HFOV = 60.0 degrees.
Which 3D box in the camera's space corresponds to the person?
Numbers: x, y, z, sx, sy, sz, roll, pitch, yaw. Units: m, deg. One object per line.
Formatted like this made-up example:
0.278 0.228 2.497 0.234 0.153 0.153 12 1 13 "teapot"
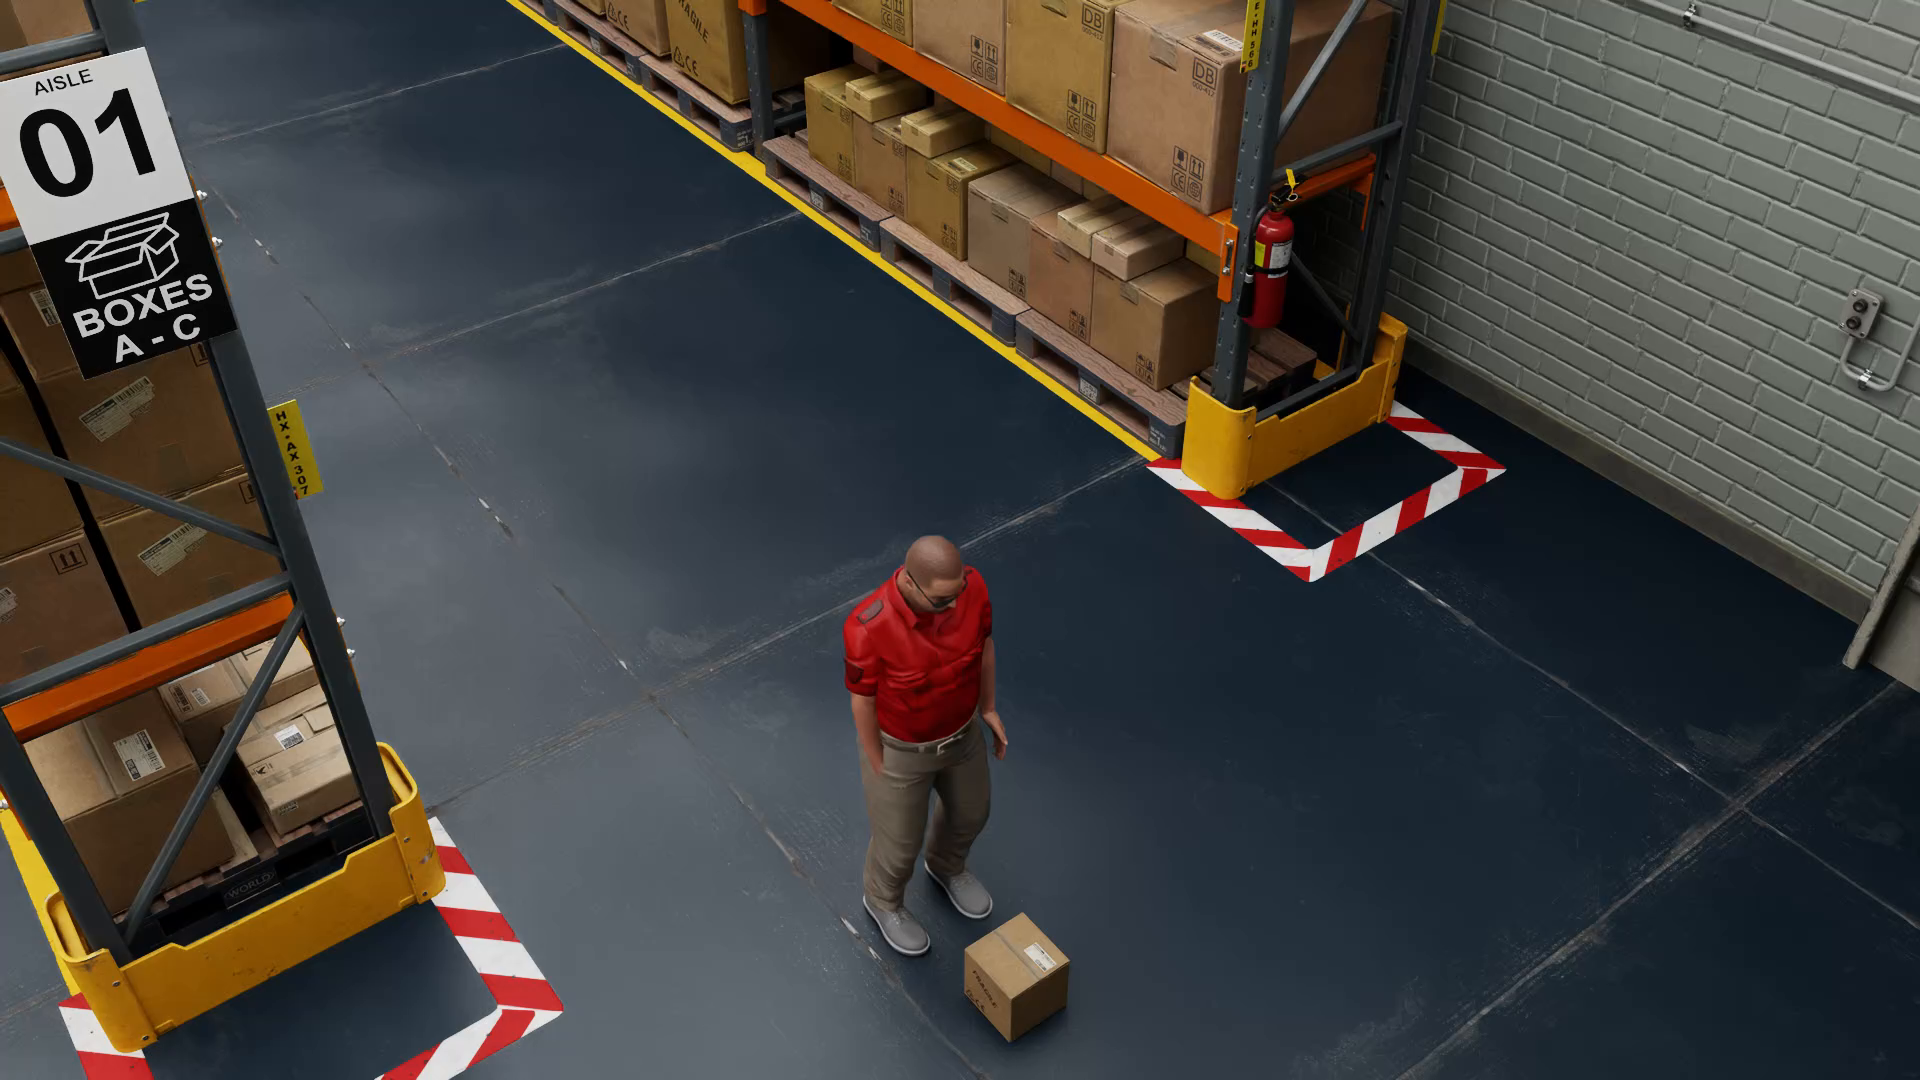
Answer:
-0.102 0.643 5.426 0.538 1.715 0.365 -25 46 -27 "person"
